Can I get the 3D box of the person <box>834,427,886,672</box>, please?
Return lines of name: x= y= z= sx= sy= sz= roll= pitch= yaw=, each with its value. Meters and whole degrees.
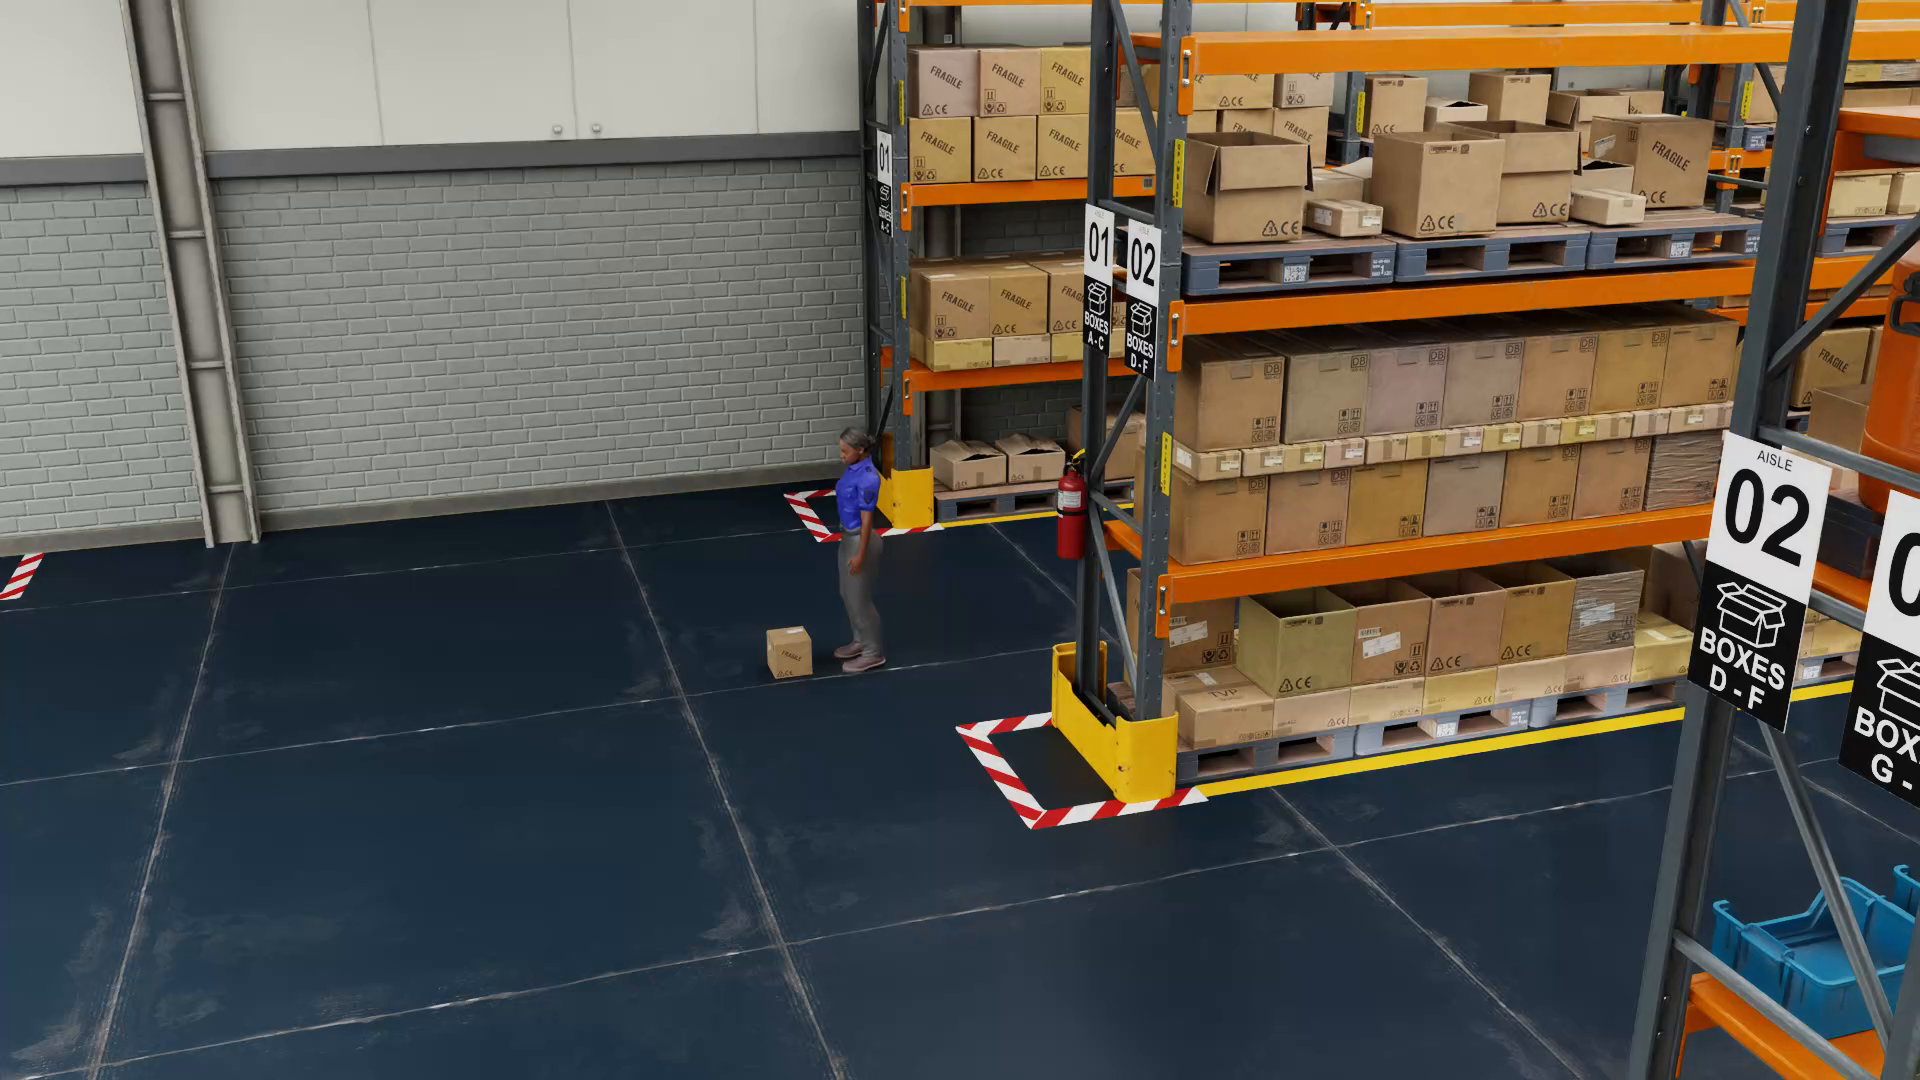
person: x=-0.667 y=0.048 z=10.961 sx=0.304 sy=1.651 sz=0.440 roll=-6 pitch=20 yaw=-16
